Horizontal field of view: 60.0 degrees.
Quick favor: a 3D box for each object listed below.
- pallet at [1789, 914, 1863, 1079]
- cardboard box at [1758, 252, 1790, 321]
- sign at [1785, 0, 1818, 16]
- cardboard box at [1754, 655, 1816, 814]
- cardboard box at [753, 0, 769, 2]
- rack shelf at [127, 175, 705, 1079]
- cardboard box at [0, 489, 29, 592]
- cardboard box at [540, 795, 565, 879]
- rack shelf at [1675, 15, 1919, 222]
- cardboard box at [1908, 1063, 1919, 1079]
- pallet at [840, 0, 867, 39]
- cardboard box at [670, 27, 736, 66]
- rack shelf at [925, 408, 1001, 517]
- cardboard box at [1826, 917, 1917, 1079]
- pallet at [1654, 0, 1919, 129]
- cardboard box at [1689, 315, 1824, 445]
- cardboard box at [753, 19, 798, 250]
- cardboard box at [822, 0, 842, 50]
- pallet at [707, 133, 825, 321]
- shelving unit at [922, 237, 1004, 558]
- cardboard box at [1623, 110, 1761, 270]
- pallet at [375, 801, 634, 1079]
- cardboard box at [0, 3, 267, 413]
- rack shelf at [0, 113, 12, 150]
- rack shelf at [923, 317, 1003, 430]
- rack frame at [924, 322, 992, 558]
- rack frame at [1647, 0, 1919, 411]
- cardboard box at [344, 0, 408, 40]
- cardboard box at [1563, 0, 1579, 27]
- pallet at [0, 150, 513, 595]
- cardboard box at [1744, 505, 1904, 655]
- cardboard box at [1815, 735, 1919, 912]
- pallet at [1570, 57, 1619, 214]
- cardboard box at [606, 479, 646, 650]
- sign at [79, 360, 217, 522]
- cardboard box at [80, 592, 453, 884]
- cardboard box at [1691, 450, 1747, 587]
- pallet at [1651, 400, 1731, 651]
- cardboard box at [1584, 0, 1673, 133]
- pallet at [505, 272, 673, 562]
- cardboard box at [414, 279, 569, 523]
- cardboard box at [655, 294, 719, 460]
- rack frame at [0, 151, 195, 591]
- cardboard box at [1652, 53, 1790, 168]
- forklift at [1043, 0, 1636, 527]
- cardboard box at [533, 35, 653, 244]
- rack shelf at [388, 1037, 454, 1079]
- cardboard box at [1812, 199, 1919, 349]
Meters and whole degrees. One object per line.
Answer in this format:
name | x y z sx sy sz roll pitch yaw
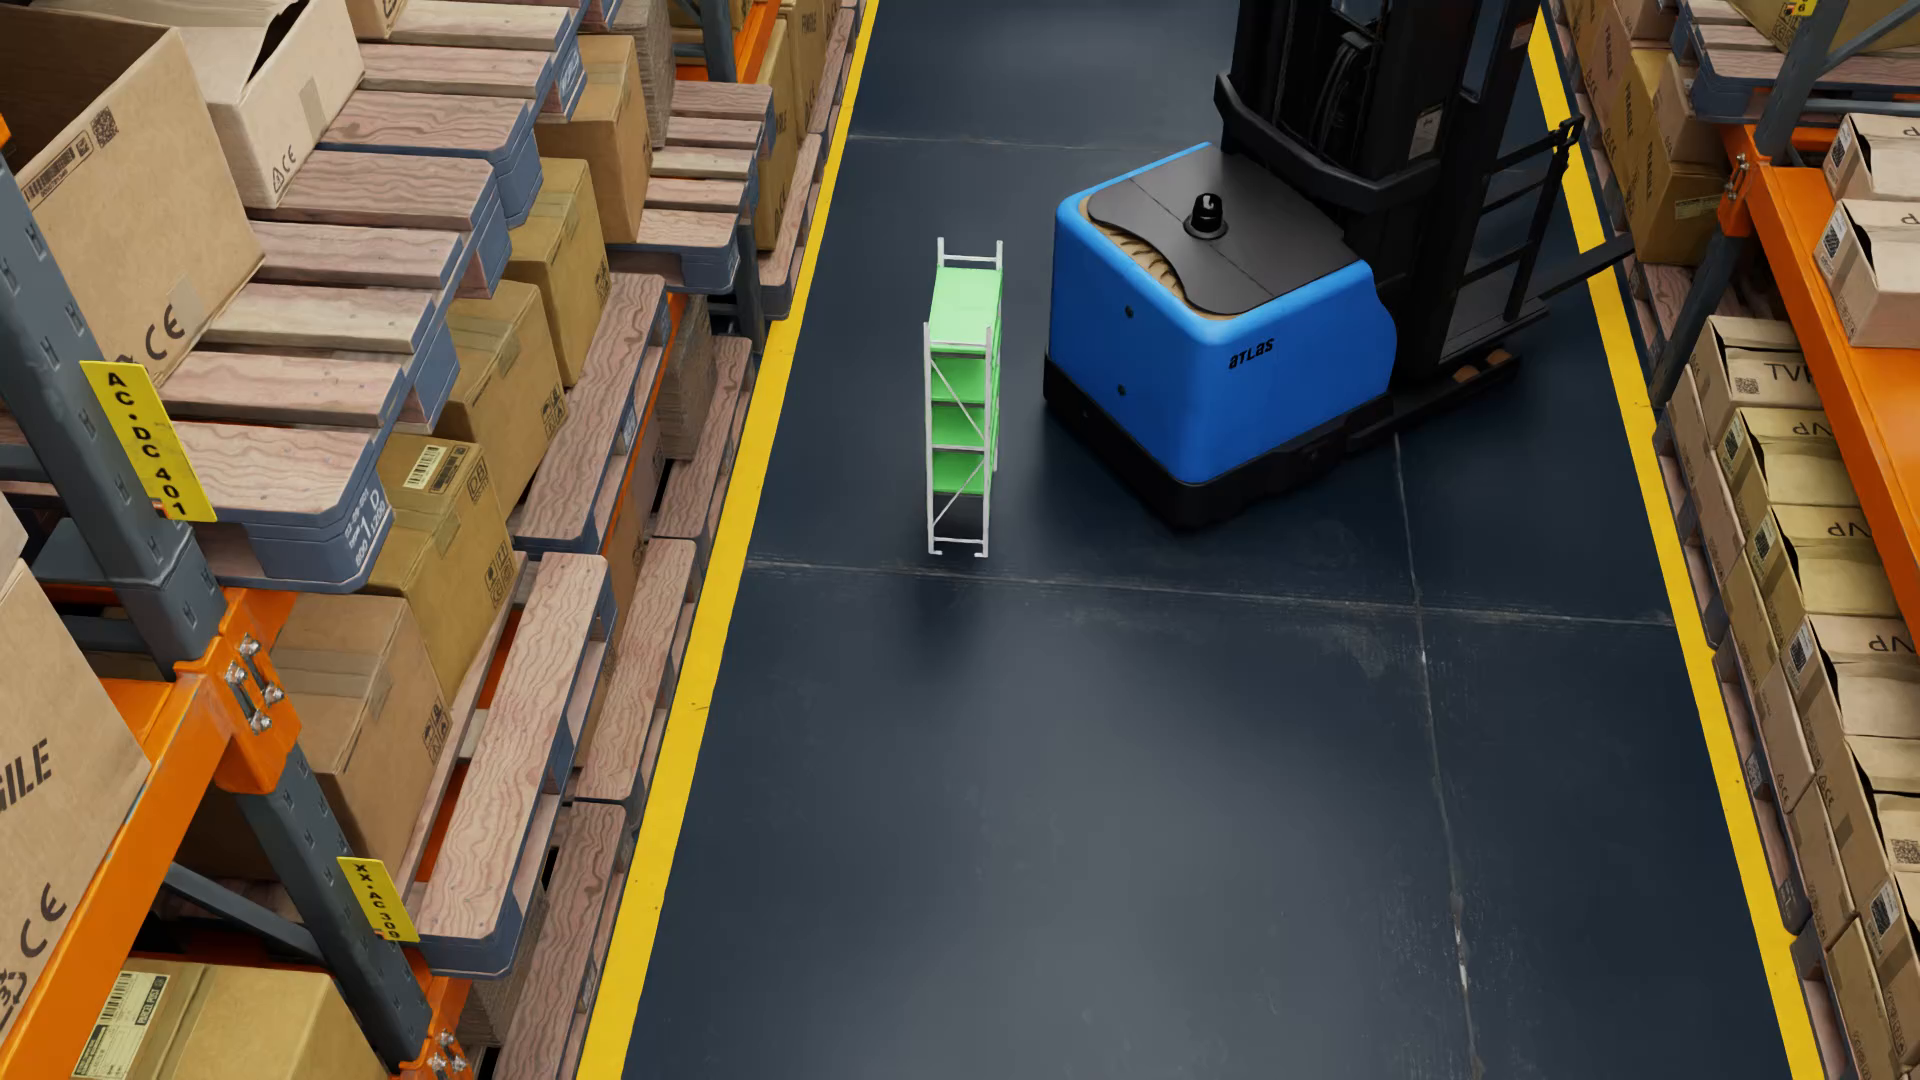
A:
pallet | 3.207 1.741 5.040 1.003 0.211 1.213 4 48 4
cardboard box | 3.869 -1.215 7.251 0.500 0.500 0.500 6 48 5
sign | 3.002 -1.989 5.831 0.100 0.325 0.005 4 48 4
cardboard box | 3.070 0.685 5.696 0.500 0.250 0.500 5 48 4
cardboard box | -0.989 -2.448 7.139 0.380 0.149 0.250 5 48 5
rack shelf | -1.572 -0.213 5.426 1.077 0.370 4.000 4 48 4
cardboard box | -1.530 0.010 1.943 0.500 0.500 0.500 0 48 0
cardboard box | -1.707 0.784 5.422 0.700 0.500 0.500 3 48 3
rack shelf | 3.726 -2.822 7.812 1.077 0.370 4.000 4 48 4
cardboard box | 2.930 1.624 4.456 0.500 0.311 0.500 4 48 4
pallet | -1.021 -3.352 9.699 1.003 0.211 1.213 4 48 4
cardboard box | -1.129 -2.074 6.797 0.380 0.149 0.250 3 48 3
rack shelf | 0.015 -0.321 6.669 0.258 0.148 0.480 4 48 4
cardboard box | 2.976 1.435 5.010 0.500 0.250 0.500 3 48 3
pallet | 3.535 -2.033 6.733 1.213 0.211 1.003 4 48 4
cardboard box | 3.203 -0.633 6.521 0.500 0.311 0.500 5 48 5
cardboard box | -1.192 -1.873 7.629 0.750 0.750 0.750 3 48 3
cardboard box | -1.033 -3.141 8.789 0.750 0.750 0.750 5 48 5
pallet | -1.243 -1.559 8.059 1.003 0.211 1.213 4 48 4
shelving unit | 0.015 -0.527 6.444 0.258 1.200 0.503 4 48 4
cardboard box | 3.395 -1.603 7.605 0.500 0.500 0.500 6 48 5
pallet | -1.685 1.383 5.368 1.003 0.211 1.213 4 48 4
cardboard box | -1.625 -0.571 2.880 0.500 0.500 0.500 10 48 9
rack shelf | -1.572 -2.103 3.360 1.077 0.370 4.000 4 48 4
rack shelf | 0.015 -0.645 6.314 0.258 0.148 0.480 4 48 4
rack frame | -0.007 -0.347 6.280 0.240 1.200 0.015 4 48 4
rack frame | 3.543 -1.595 6.202 1.000 3.000 0.127 4 48 4
cardboard box | -1.513 -1.477 3.709 0.500 0.500 0.500 2 48 2
cardboard box | 3.584 -3.108 8.981 0.500 0.500 0.500 4 48 4
pallet | -1.592 -0.382 3.187 1.213 0.211 1.003 4 48 4
cardboard box | 3.115 0.128 5.825 0.500 0.311 0.500 3 48 2
cardboard box | 3.019 0.875 5.142 0.500 0.311 0.500 4 48 3
pallet | 3.763 -2.094 8.548 1.003 0.211 1.213 4 48 4
cardboard box | -1.584 0.040 6.103 0.700 0.500 0.500 4 48 3
sign | -1.214 -0.142 2.490 0.100 0.325 0.005 4 48 4
cardboard box | -1.674 0.460 3.957 0.700 0.500 0.500 4 48 4
cardboard box | 3.158 -0.074 6.390 0.500 0.250 0.500 3 48 2
pallet | 3.429 -0.052 6.680 1.003 0.211 1.213 4 48 4
cardboard box | 3.484 -2.369 8.306 0.500 0.500 0.500 2 48 2
pallet | -1.530 -0.404 5.242 1.003 0.211 1.213 4 48 4
cardboard box | -1.587 -0.436 4.776 0.700 0.500 0.500 10 48 9
cardboard box | -1.404 -0.698 6.777 0.700 0.500 0.500 4 48 4
rack frame | -1.755 -1.011 1.602 1.000 3.000 0.127 4 48 4
cardboard box | 3.396 -1.898 7.367 0.500 0.250 0.500 6 48 5
forklift | 1.875 -1.896 6.524 3.031 2.935 1.130 -26 53 -22
cardboard box | -1.447 -1.349 5.611 0.700 0.500 0.500 0 48 0
rack shelf | -1.937 2.726 2.737 1.077 0.370 4.000 4 48 4
cardboard box | 3.269 -0.921 5.646 0.500 0.311 0.500 3 48 3
